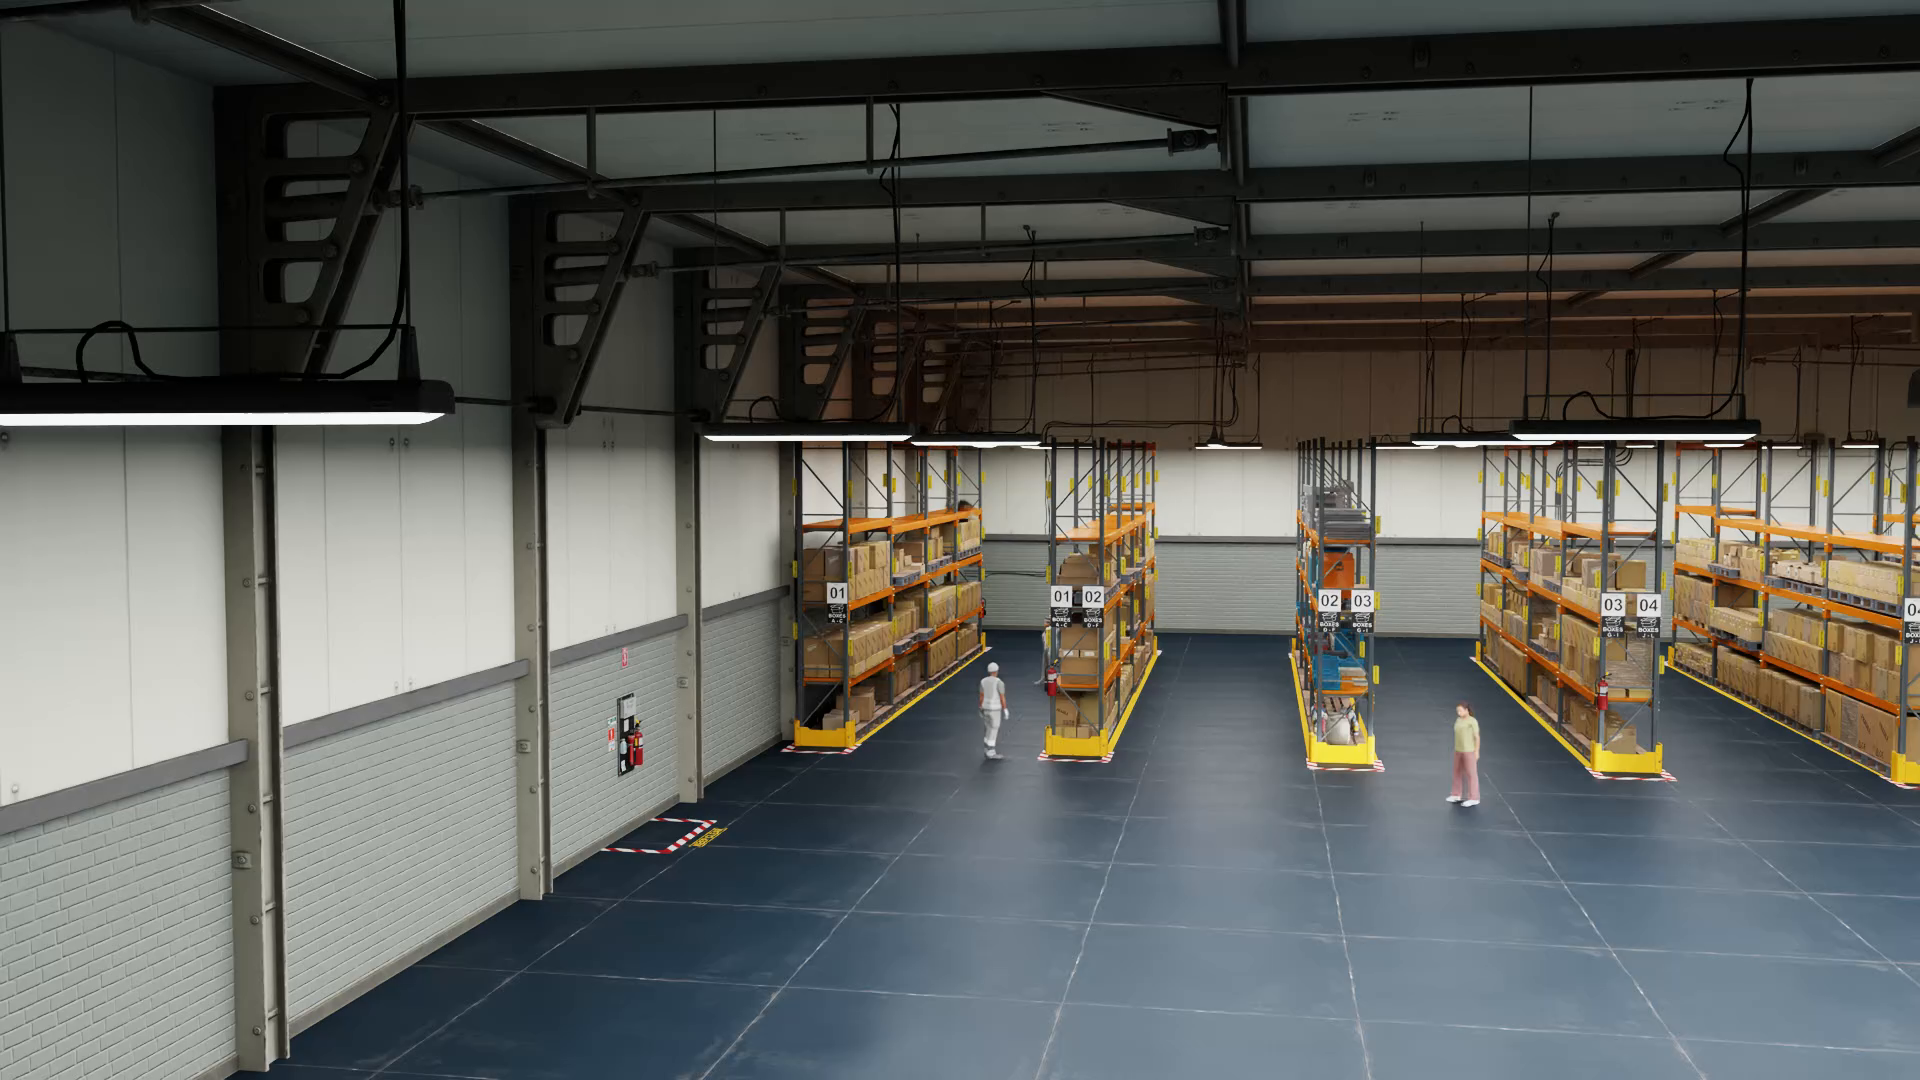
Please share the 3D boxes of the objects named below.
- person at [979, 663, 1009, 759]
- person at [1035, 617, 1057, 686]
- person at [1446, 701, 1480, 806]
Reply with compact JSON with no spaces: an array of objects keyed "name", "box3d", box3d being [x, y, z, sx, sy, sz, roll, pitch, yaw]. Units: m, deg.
[{"name":"person","box3d":[0.666,3.192,31.128,0.485,1.811,0.616,-2,4,-39]},{"name":"person","box3d":[2.113,2.733,40.854,0.527,1.698,0.506,0,3,-4]},{"name":"person","box3d":[8.165,3.448,27.057,0.391,1.674,0.541,-2,3,-26]}]
